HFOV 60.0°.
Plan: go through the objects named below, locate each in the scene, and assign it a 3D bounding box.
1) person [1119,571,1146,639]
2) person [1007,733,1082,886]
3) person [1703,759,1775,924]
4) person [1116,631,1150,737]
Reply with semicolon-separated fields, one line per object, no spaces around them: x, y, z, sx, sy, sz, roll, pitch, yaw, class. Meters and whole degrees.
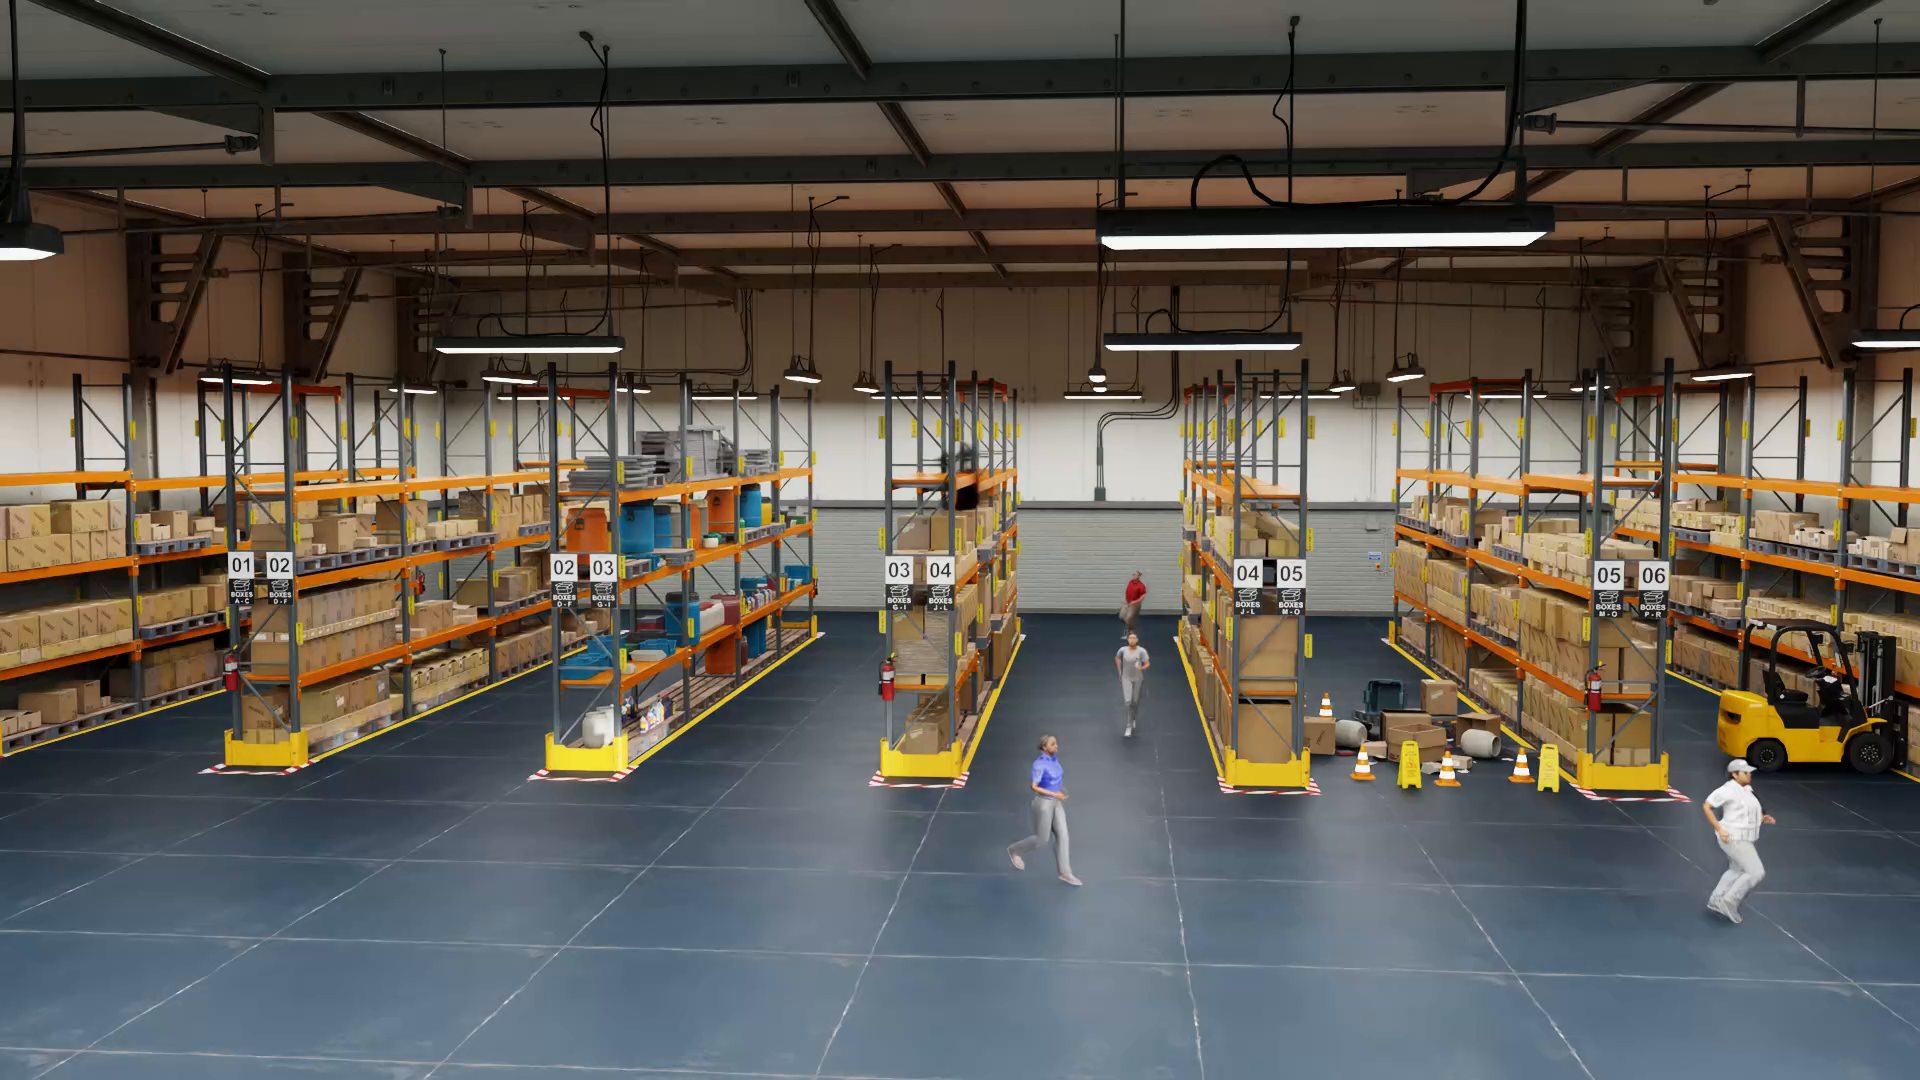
4.110;1.595;39.731;0.552;1.587;0.699;-4;5;-43;person
0.945;2.965;18.440;0.909;1.659;0.594;2;4;32;person
7.947;3.067;16.926;0.578;1.650;0.655;-4;5;-44;person
2.864;2.359;27.550;0.554;1.716;0.777;0;4;1;person
